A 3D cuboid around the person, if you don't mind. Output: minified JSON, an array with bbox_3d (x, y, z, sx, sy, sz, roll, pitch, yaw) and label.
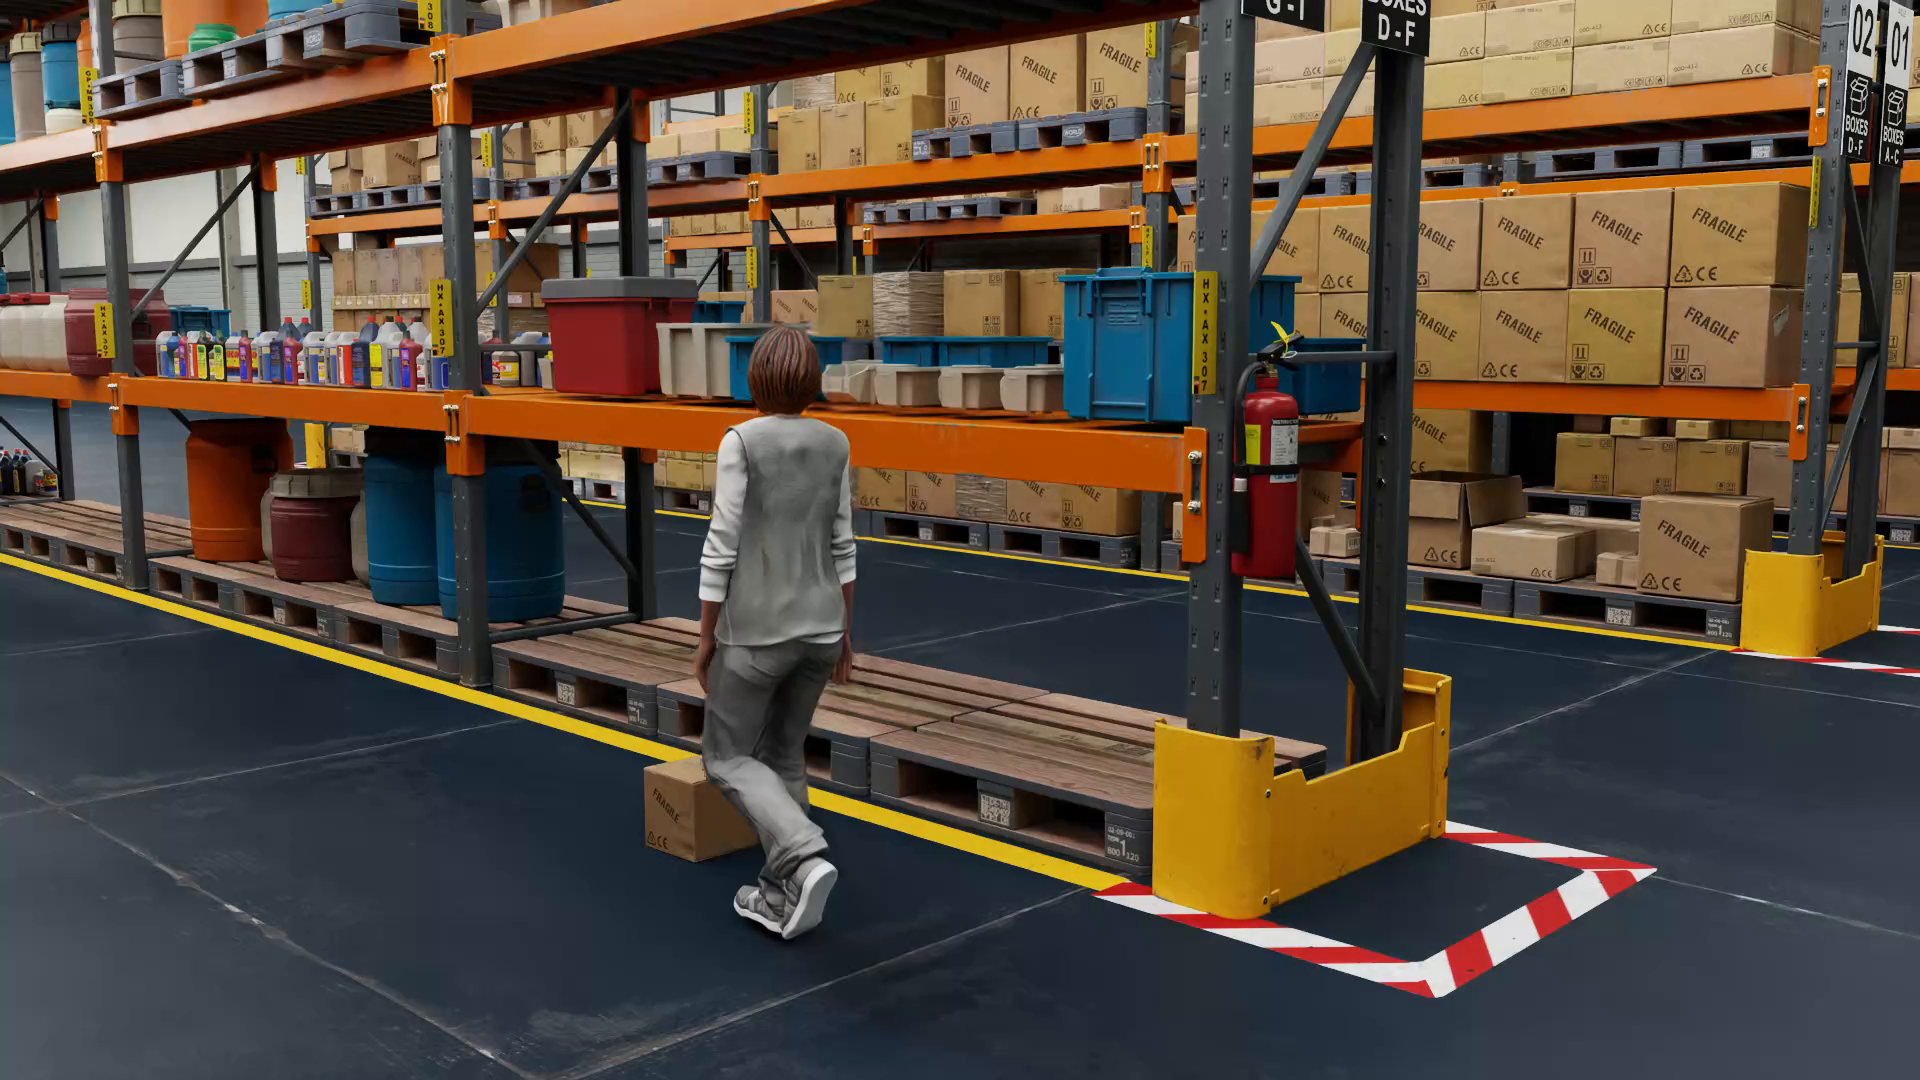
[{"bbox_3d":[-0.425,0.259,4.205,0.446,1.562,0.604,-6,9,-38],"label":"person"}]
